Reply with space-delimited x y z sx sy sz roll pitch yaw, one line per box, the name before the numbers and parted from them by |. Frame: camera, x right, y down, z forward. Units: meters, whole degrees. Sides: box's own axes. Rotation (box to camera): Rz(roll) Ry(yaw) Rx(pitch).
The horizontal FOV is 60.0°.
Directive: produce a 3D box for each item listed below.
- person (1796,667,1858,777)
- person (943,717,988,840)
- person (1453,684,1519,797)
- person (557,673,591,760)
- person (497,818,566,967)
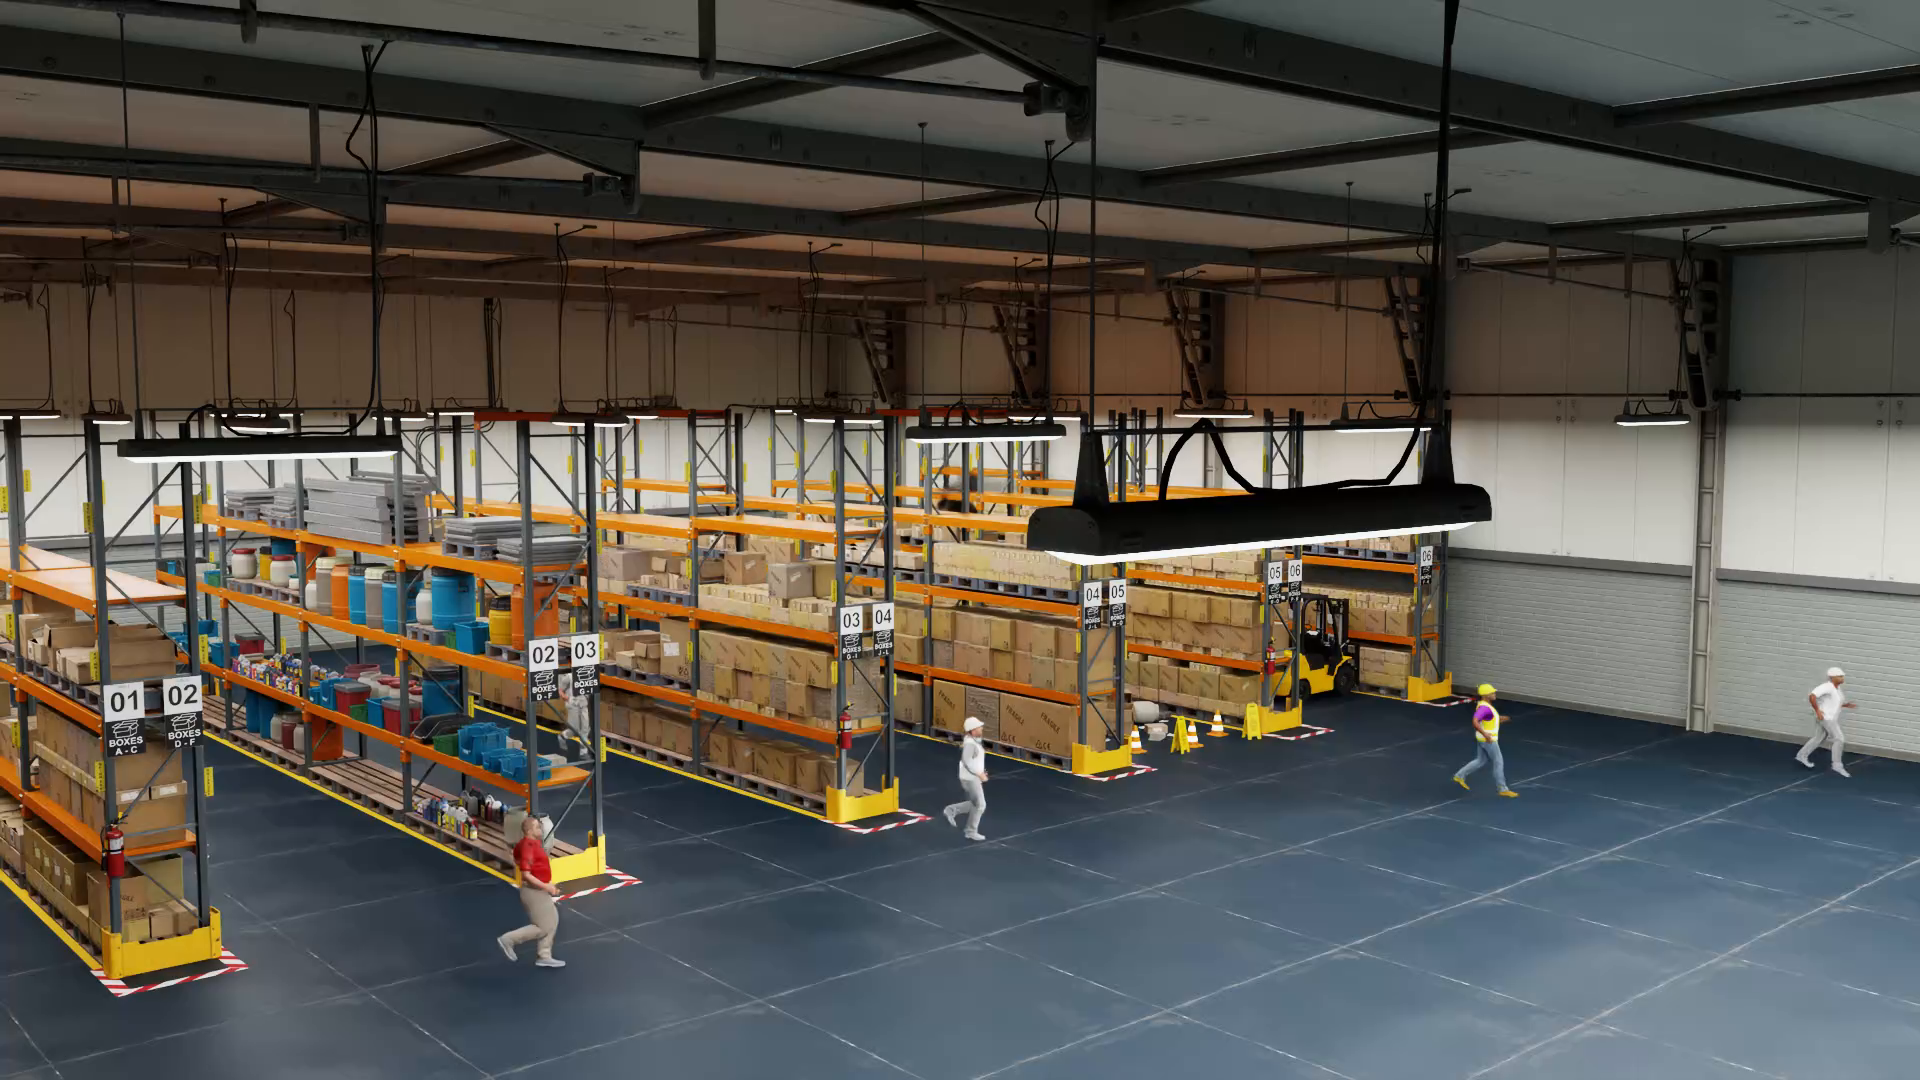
person | 14.506 3.015 27.836 0.893 1.807 0.616 3 6 34
person | 0.079 3.393 23.719 0.659 1.758 0.673 0 5 2
person | 8.271 3.130 26.100 0.990 1.750 0.701 1 5 8
person | -6.663 2.907 28.849 0.860 1.763 0.667 4 6 39
person | -4.732 3.898 18.300 0.732 1.700 0.670 -2 5 -18
